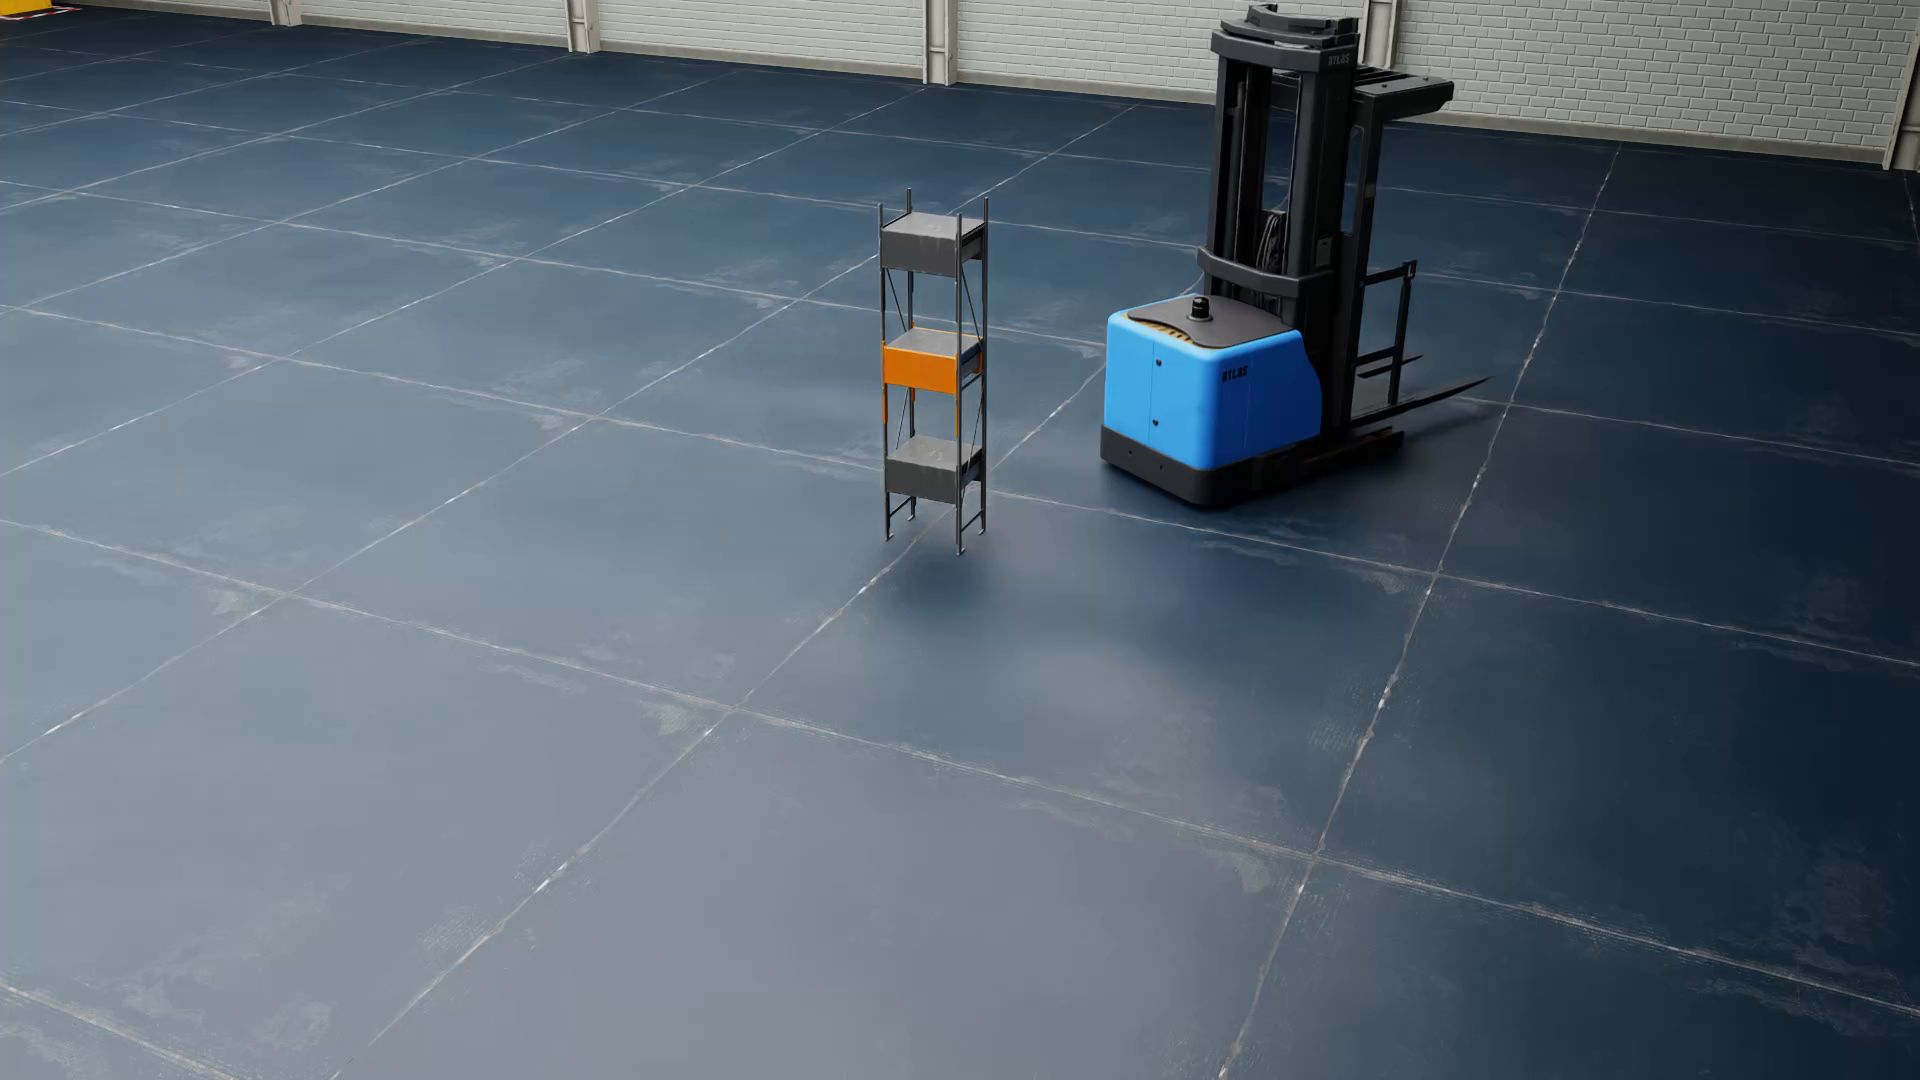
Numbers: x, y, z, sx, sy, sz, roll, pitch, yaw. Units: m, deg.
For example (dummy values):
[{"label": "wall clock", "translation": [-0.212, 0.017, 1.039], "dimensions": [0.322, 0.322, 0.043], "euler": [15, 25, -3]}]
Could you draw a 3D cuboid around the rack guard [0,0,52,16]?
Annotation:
[{"label": "rack guard", "translation": [-16.379, -9.418, 28.813], "dimensions": [0.348, 0.500, 1.175], "euler": [11, 28, 22]}]

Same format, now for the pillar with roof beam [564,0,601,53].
[{"label": "pillar with roof beam", "translation": [-7.520, -9.800, 19.967], "dimensions": [0.400, 9.000, 9.100], "euler": [11, 28, 22]}]

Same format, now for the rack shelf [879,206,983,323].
[{"label": "rack shelf", "translation": [-0.151, -1.588, 9.545], "dimensions": [0.480, 0.518, 0.431], "euler": [11, 28, 22]}]

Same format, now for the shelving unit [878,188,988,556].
[{"label": "shelving unit", "translation": [-0.151, -0.972, 9.848], "dimensions": [0.503, 2.100, 0.431], "euler": [11, 28, 22]}]

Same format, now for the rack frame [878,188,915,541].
[{"label": "rack frame", "translation": [-0.373, -1.017, 9.938], "dimensions": [0.015, 2.100, 0.400], "euler": [11, 28, 22]}]

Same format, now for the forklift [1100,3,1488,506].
[{"label": "forklift", "translation": [2.440, -2.032, 11.058], "dimensions": [3.031, 2.935, 1.130], "euler": [-18, 31, -32]}]

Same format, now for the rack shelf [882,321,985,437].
[{"label": "rack shelf", "translation": [-0.151, -0.960, 9.854], "dimensions": [0.480, 0.518, 0.431], "euler": [11, 28, 22]}]

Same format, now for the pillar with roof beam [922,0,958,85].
[{"label": "pillar with roof beam", "translation": [-2.058, -8.703, 17.739], "dimensions": [0.400, 9.000, 9.100], "euler": [11, 28, 22]}]

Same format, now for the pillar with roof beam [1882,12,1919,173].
[{"label": "pillar with roof beam", "translation": [8.865, -6.509, 13.282], "dimensions": [0.400, 9.000, 9.100], "euler": [11, 28, 22]}]

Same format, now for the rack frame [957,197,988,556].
[{"label": "rack frame", "translation": [0.071, -0.928, 9.757], "dimensions": [0.015, 2.100, 0.400], "euler": [11, 28, 22]}]

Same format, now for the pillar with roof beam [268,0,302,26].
[{"label": "pillar with roof beam", "translation": [-12.982, -10.897, 22.195], "dimensions": [0.400, 9.000, 9.100], "euler": [11, 28, 22]}]

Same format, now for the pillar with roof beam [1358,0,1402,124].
[{"label": "pillar with roof beam", "translation": [3.404, -7.606, 15.510], "dimensions": [0.400, 9.000, 9.100], "euler": [11, 28, 22]}]

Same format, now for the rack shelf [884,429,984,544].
[{"label": "rack shelf", "translation": [-0.151, -0.332, 10.163], "dimensions": [0.480, 0.518, 0.431], "euler": [11, 28, 22]}]
